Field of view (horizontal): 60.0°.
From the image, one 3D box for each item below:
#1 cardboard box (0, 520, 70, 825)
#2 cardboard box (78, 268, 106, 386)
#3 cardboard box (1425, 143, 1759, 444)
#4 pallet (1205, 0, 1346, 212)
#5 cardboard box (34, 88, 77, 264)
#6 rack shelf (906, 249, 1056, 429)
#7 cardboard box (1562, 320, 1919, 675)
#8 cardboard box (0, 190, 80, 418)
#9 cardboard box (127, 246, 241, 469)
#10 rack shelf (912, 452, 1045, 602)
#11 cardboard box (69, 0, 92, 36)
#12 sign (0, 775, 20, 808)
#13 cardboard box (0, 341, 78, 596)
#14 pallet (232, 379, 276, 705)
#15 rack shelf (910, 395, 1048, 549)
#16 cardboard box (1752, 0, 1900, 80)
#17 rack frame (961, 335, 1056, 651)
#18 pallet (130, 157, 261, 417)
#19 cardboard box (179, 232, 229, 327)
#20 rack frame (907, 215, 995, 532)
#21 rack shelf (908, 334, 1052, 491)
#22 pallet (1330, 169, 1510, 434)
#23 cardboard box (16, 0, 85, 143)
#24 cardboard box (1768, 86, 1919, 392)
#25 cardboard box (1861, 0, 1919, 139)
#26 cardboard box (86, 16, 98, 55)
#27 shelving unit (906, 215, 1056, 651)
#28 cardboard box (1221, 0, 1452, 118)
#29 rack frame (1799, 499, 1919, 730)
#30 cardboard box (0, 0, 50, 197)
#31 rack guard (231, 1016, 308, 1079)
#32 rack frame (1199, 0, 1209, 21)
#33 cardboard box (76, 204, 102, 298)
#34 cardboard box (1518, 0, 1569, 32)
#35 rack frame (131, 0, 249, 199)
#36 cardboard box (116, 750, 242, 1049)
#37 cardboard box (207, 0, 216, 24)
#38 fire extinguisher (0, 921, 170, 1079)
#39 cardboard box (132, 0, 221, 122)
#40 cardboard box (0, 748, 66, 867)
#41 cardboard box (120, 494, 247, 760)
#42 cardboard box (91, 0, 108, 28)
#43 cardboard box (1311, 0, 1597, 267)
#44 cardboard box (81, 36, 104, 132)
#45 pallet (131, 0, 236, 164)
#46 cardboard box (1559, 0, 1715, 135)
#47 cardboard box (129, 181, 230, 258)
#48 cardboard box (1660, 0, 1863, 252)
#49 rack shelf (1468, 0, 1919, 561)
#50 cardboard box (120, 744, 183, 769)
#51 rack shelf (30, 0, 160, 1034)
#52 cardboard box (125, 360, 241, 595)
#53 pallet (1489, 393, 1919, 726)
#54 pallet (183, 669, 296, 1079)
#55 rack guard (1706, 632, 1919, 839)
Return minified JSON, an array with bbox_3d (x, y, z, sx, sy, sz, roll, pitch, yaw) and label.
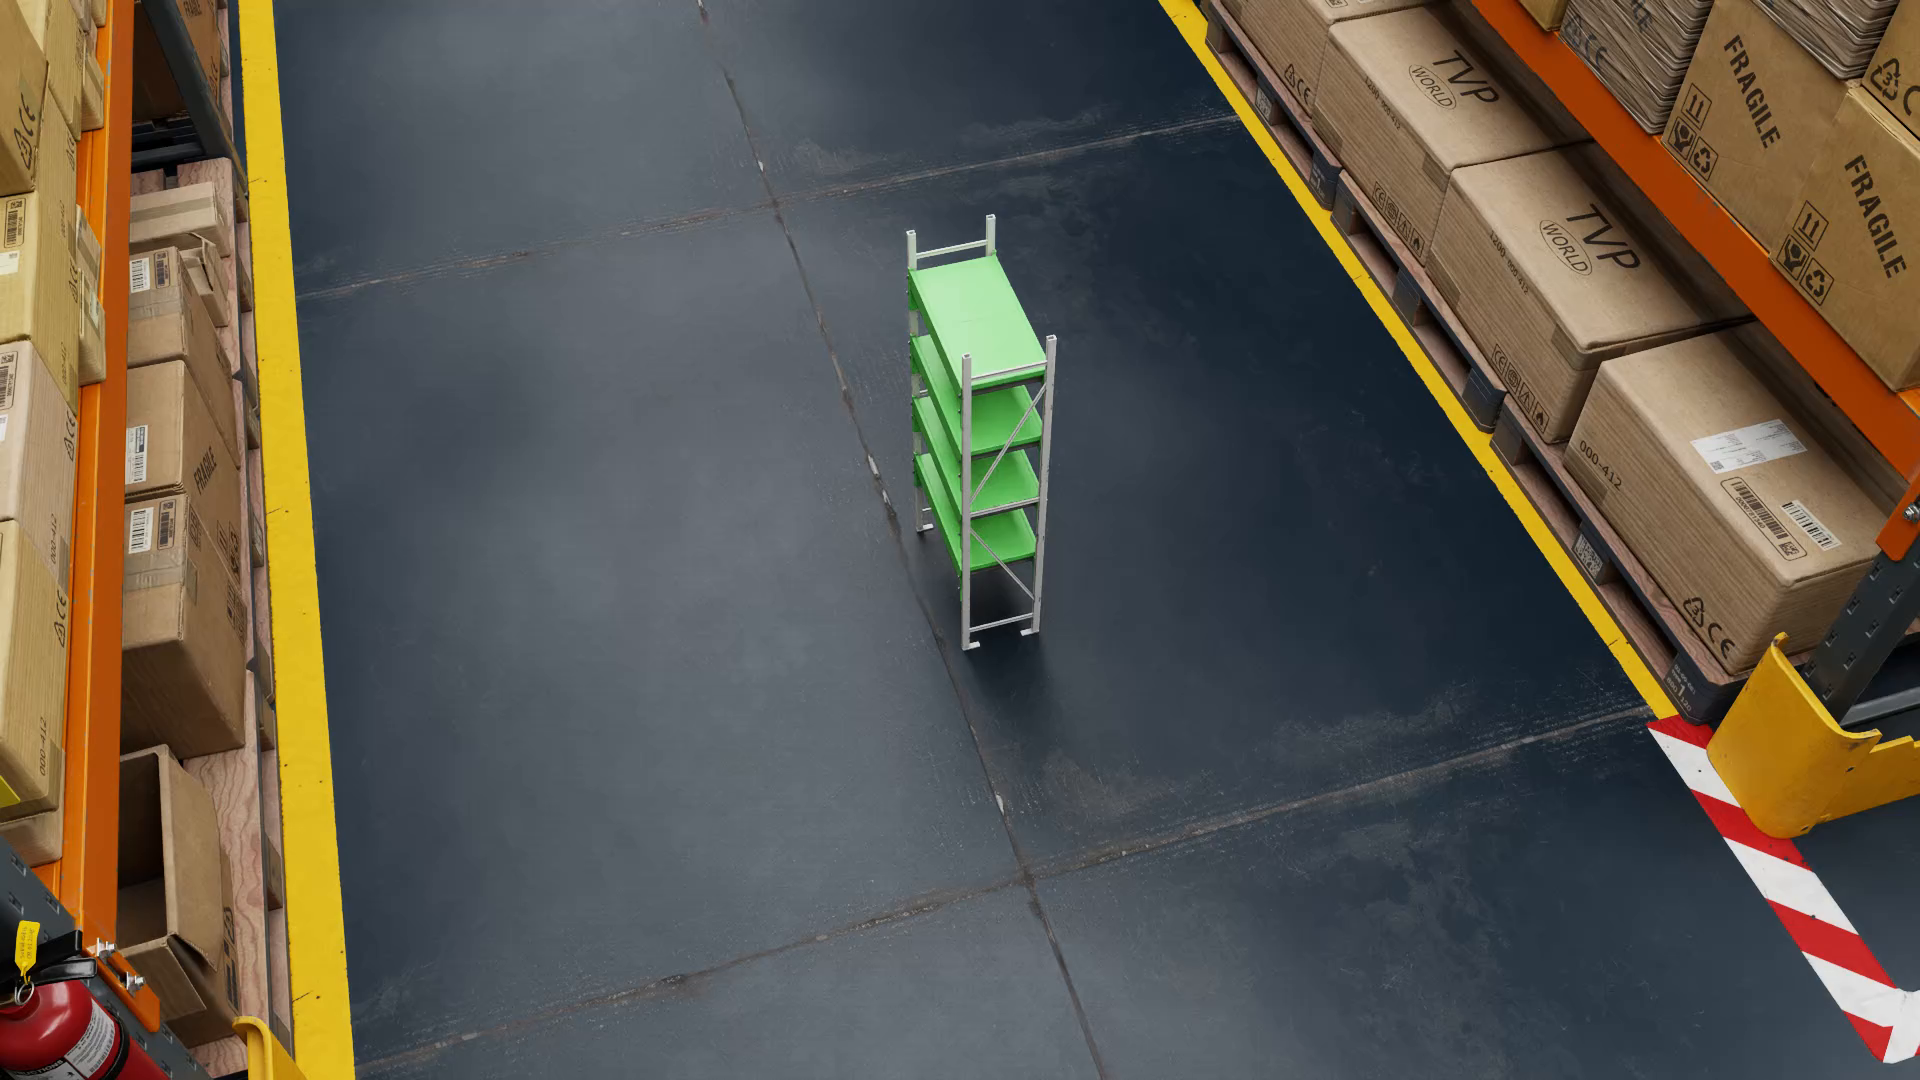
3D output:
[{"bbox_3d":[-1.906,0.276,2.959,0.500,0.250,0.500,-13,51,-11],"label":"cardboard box"},{"bbox_3d":[-2.198,-0.457,3.838,0.380,0.149,0.250,-15,51,-12],"label":"cardboard box"},{"bbox_3d":[2.142,-0.845,5.401,0.875,0.438,0.875,-12,51,-10],"label":"cardboard box"},{"bbox_3d":[1.678,-1.859,6.679,1.003,0.211,1.213,-13,51,-11],"label":"pallet"},{"bbox_3d":[-2.380,-0.830,3.892,0.500,0.250,0.500,-15,51,-12],"label":"cardboard box"},{"bbox_3d":[0.049,-0.534,4.371,0.258,0.148,0.480,-13,51,-11],"label":"rack shelf"},{"bbox_3d":[2.420,-0.178,4.839,0.875,0.438,0.875,-15,51,-12],"label":"cardboard box"},{"bbox_3d":[-2.209,-0.462,3.581,0.500,0.250,0.500,-14,51,-12],"label":"cardboard box"},{"bbox_3d":[-2.642,-0.473,5.047,0.700,0.500,0.500,-15,52,-12],"label":"cardboard box"},{"bbox_3d":[0.049,-0.070,4.922,0.258,0.148,0.480,-13,51,-11],"label":"rack shelf"},{"bbox_3d":[-2.666,-1.574,4.518,0.500,0.250,0.500,-13,51,-11],"label":"cardboard box"},{"bbox_3d":[-1.511,0.314,2.457,0.100,0.325,0.005,-13,51,-11],"label":"sign"},{"bbox_3d":[-2.055,-0.092,3.269,0.500,0.250,0.500,-13,51,-11],"label":"cardboard box"},{"bbox_3d":[-2.646,0.088,5.038,1.003,0.211,1.213,-13,51,-11],"label":"pallet"},{"bbox_3d":[0.049,-0.225,4.738,0.258,0.148,0.480,-13,51,-11],"label":"rack shelf"},{"bbox_3d":[2.159,-1.437,3.780,0.500,0.500,0.500,-13,51,-11],"label":"cardboard box"},{"bbox_3d":[0.121,-0.088,4.539,0.240,1.200,0.015,-13,51,-11],"label":"rack frame"},{"bbox_3d":[-3.010,-0.805,5.791,1.003,0.211,1.213,-13,51,-11],"label":"pallet"},{"bbox_3d":[-2.661,-0.858,5.525,0.396,0.266,0.258,-12,51,-10],"label":"cardboard box"},{"bbox_3d":[-0.023,-0.444,4.840,0.240,1.200,0.015,-13,51,-11],"label":"rack frame"},{"bbox_3d":[0.049,-0.379,4.555,0.258,0.148,0.480,-13,51,-11],"label":"rack shelf"},{"bbox_3d":[2.043,-0.966,5.926,1.003,0.211,1.213,-13,51,-11],"label":"pallet"},{"bbox_3d":[-2.531,-1.206,4.209,0.500,0.250,0.500,-14,51,-11],"label":"cardboard box"},{"bbox_3d":[2.316,-0.734,3.841,0.500,0.500,0.500,-13,51,-11],"label":"cardboard box"},{"bbox_3d":[2.341,-1.062,3.464,0.500,0.500,0.500,-12,51,-10],"label":"cardboard box"},{"bbox_3d":[-2.627,-1.381,4.617,0.380,0.149,0.250,-12,51,-10],"label":"cardboard box"},{"bbox_3d":[0.049,-0.266,4.689,0.258,1.200,0.503,-13,51,-11],"label":"shelving unit"},{"bbox_3d":[1.611,-2.157,6.508,0.875,0.438,0.875,-14,51,-12],"label":"cardboard box"},{"bbox_3d":[2.711,-0.409,3.633,1.000,3.000,0.127,-13,51,-11],"label":"rack frame"},{"bbox_3d":[-2.350,-1.061,3.596,0.500,0.500,0.500,-12,51,-10],"label":"cardboard box"},{"bbox_3d":[-2.052,1.466,3.687,1.175,0.500,0.348,-13,51,-11],"label":"rack guard"},{"bbox_3d":[1.528,-3.331,6.096,1.000,3.000,0.127,-13,51,-11],"label":"rack frame"},{"bbox_3d":[-2.295,-0.645,3.996,0.380,0.149,0.250,-12,51,-10],"label":"cardboard box"},{"bbox_3d":[1.855,-1.851,4.783,0.500,0.500,0.500,-12,51,-10],"label":"cardboard box"},{"bbox_3d":[-3.212,-2.206,5.147,1.000,3.000,0.127,-13,51,-11],"label":"rack frame"},{"bbox_3d":[-2.120,0.917,3.873,0.797,0.503,0.637,-15,52,-12],"label":"cardboard box"},{"bbox_3d":[-3.307,-2.326,6.609,0.500,0.500,0.500,-14,51,-11],"label":"cardboard box"},{"bbox_3d":[-1.544,0.864,2.854,0.296,0.674,0.183,-13,51,-11],"label":"fire extinguisher"},{"bbox_3d":[-3.140,-1.939,6.283,0.500,0.500,0.500,-11,51,-9],"label":"cardboard box"},{"bbox_3d":[-1.864,0.495,3.035,0.380,0.149,0.250,-14,51,-11],"label":"cardboard box"},{"bbox_3d":[-2.335,0.285,4.408,0.700,0.500,0.500,-11,51,-9],"label":"cardboard box"},{"bbox_3d":[-2.679,-1.579,4.784,0.380,0.149,0.250,-12,51,-10],"label":"cardboard box"},{"bbox_3d":[1.877,-1.504,5.957,0.875,0.438,0.875,-15,51,-12],"label":"cardboard box"},{"bbox_3d":[-2.525,-1.201,4.465,0.380,0.149,0.250,-14,51,-12],"label":"cardboard box"},{"bbox_3d":[-3.489,-1.892,6.707,1.003,0.211,1.213,-13,51,-11],"label":"pallet"},{"bbox_3d":[2.020,-1.477,4.468,0.500,0.500,0.500,-12,51,-10],"label":"cardboard box"},{"bbox_3d":[-2.767,-1.081,5.790,0.380,0.149,0.250,-15,51,-12],"label":"cardboard box"},{"bbox_3d":[2.182,-1.104,4.153,0.500,0.500,0.500,-14,51,-12],"label":"cardboard box"},{"bbox_3d":[2.120,-1.638,5.139,1.077,0.370,4.000,-13,51,-11],"label":"rack shelf"},{"bbox_3d":[-2.208,0.712,4.278,0.380,0.149,0.250,-15,52,-12],"label":"cardboard box"},{"bbox_3d":[-2.621,-0.513,4.191,1.077,0.370,4.000,-13,51,-11],"label":"rack shelf"},{"bbox_3d":[-2.396,-0.124,4.753,0.500,0.500,0.500,-12,51,-10],"label":"cardboard box"},{"bbox_3d":[2.400,-0.077,5.177,1.003,0.211,1.213,-13,51,-11],"label":"pallet"},{"bbox_3d":[-2.289,0.977,4.288,1.003,0.211,1.213,-13,51,-11],"label":"pallet"},{"bbox_3d":[2.718,0.414,4.574,1.175,0.500,0.348,-13,51,-11],"label":"rack guard"}]
